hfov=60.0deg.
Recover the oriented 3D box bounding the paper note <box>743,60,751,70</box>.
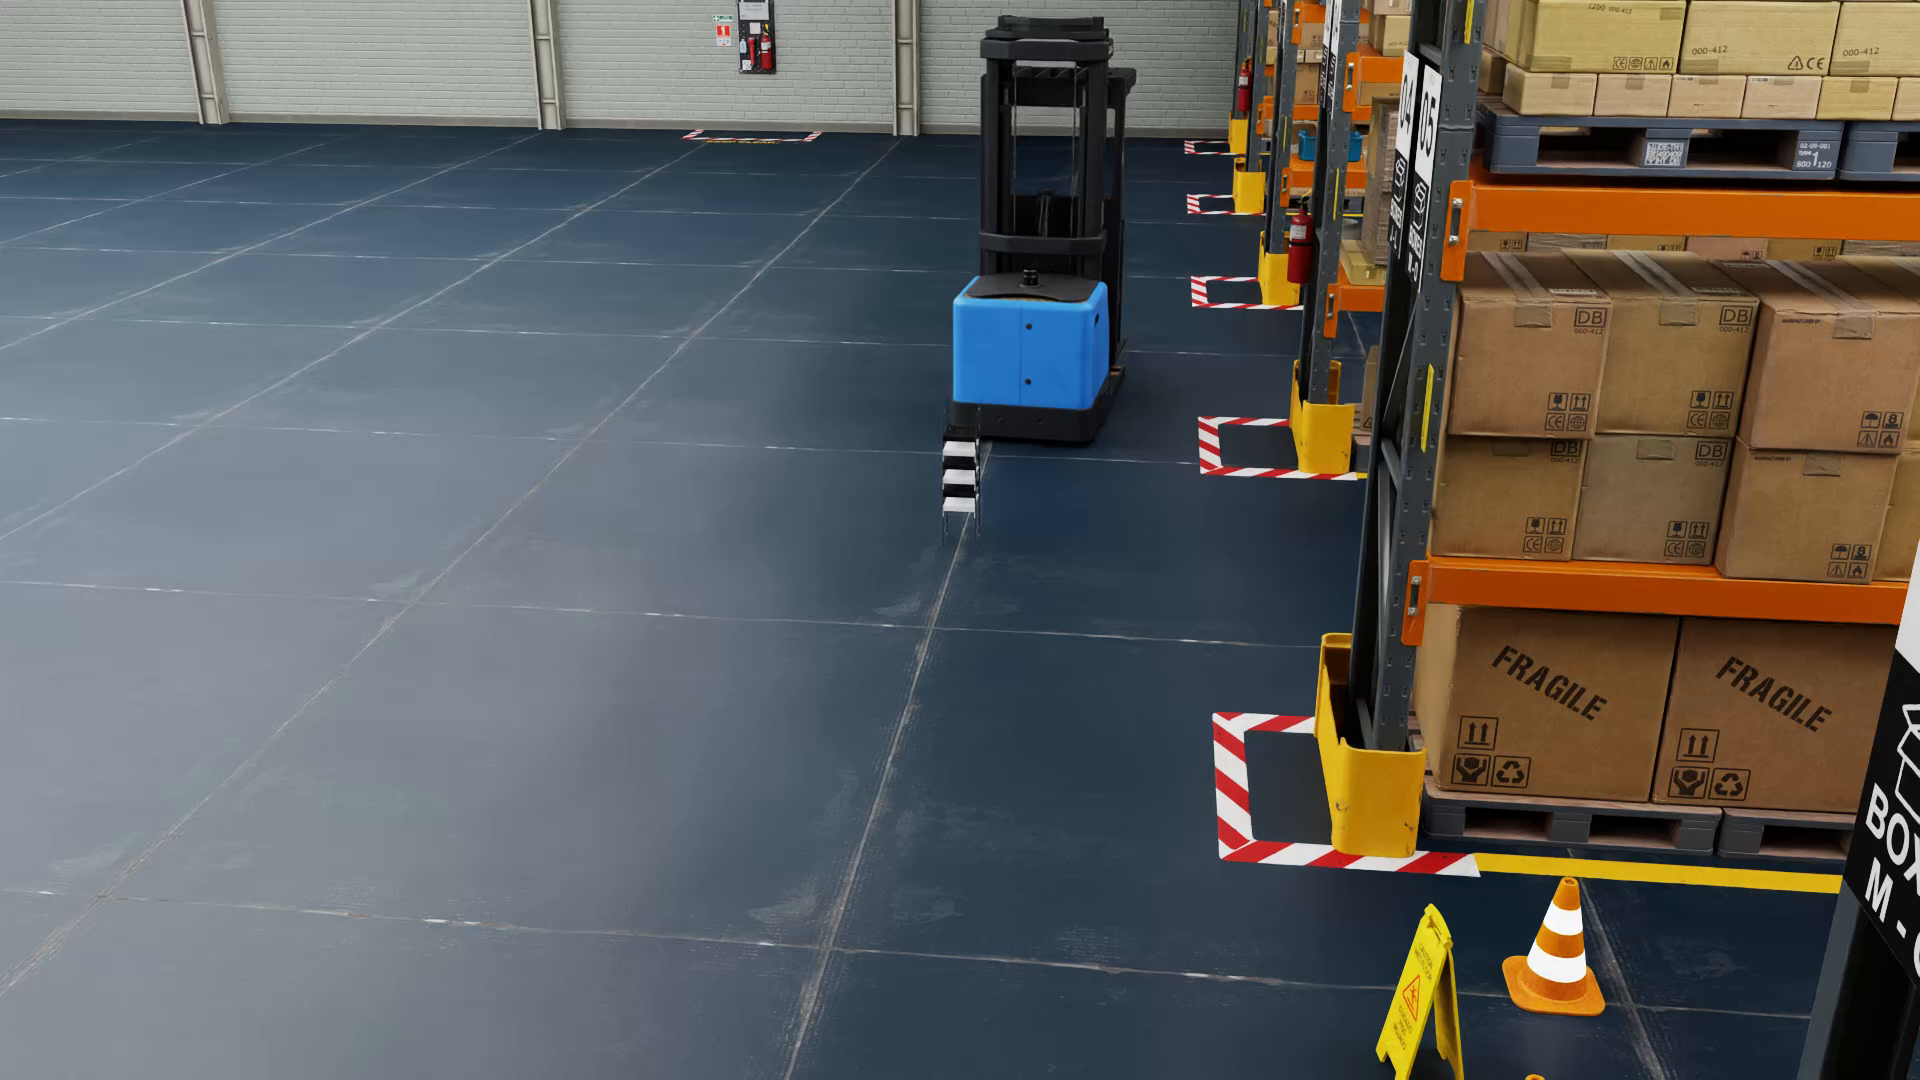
[{"bbox_3d":[-3.492,-7.787,27.254,0.142,0.148,0.016,2,22,6],"label":"paper note"}]

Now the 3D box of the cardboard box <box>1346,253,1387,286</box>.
[{"bbox_3d":[2.793,-1.856,11.396,0.250,0.149,0.380,2,22,6],"label":"cardboard box"}]

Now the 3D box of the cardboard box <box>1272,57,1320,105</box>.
[{"bbox_3d":[4.169,-5.711,20.668,0.500,0.500,0.700,3,22,6],"label":"cardboard box"}]

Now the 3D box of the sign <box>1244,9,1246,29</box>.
[{"bbox_3d":[4.223,-7.702,24.665,0.005,0.325,0.100,2,22,6],"label":"sign"}]

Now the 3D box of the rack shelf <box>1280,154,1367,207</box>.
[{"bbox_3d":[5.107,-3.460,16.089,4.000,0.370,1.077,2,22,6],"label":"rack shelf"}]

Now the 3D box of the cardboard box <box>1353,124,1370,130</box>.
[{"bbox_3d":[5.270,-5.002,21.160,0.500,0.500,0.500,2,22,6],"label":"cardboard box"}]

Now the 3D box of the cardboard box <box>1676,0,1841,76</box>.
[{"bbox_3d":[2.807,-1.835,6.014,0.500,0.250,0.500,2,22,6],"label":"cardboard box"}]

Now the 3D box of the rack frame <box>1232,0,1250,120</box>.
[{"bbox_3d":[4.287,-7.498,25.325,0.127,3.000,1.000,2,22,6],"label":"rack frame"}]

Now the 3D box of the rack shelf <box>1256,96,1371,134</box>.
[{"bbox_3d":[5.694,-5.268,20.663,4.000,0.370,1.077,2,22,6],"label":"rack shelf"}]

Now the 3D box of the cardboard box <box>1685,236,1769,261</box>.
[{"bbox_3d":[5.070,-2.145,11.246,0.500,0.500,0.875,2,22,6],"label":"cardboard box"}]

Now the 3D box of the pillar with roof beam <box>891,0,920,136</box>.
[{"bbox_3d":[-1.381,-9.261,21.625,0.400,9.000,9.100,2,22,6],"label":"pillar with roof beam"}]

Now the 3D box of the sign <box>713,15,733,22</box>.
[{"bbox_3d":[-3.858,-8.485,27.052,0.331,0.109,0.001,2,22,6],"label":"sign"}]

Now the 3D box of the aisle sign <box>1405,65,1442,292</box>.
[{"bbox_3d":[1.748,-1.368,6.285,0.004,0.787,0.394,2,22,6],"label":"aisle sign"}]

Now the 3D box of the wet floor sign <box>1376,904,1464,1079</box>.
[{"bbox_3d":[1.592,1.551,5.640,0.232,0.644,0.267,-1,22,-3],"label":"wet floor sign"}]

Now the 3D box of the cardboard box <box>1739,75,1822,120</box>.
[{"bbox_3d":[2.910,-1.621,6.015,0.250,0.149,0.380,3,22,7],"label":"cardboard box"}]

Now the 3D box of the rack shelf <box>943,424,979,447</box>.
[{"bbox_3d":[0.008,-0.638,10.186,0.200,0.077,0.258,2,22,6],"label":"rack shelf"}]

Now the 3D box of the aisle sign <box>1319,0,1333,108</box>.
[{"bbox_3d":[2.512,-3.393,11.407,0.004,0.787,0.394,2,22,6],"label":"aisle sign"}]

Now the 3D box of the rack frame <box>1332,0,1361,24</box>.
[{"bbox_3d":[2.538,-4.862,10.499,0.127,3.000,1.000,2,22,6],"label":"rack frame"}]

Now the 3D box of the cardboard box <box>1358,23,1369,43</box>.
[{"bbox_3d":[4.745,-6.291,20.372,0.500,0.500,0.700,2,22,5],"label":"cardboard box"}]

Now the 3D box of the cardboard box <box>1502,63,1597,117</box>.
[{"bbox_3d":[2.157,-1.654,6.098,0.250,0.149,0.380,3,22,7],"label":"cardboard box"}]

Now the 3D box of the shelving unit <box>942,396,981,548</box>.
[{"bbox_3d":[0.008,-0.418,10.273,0.210,0.900,0.258,2,22,6],"label":"shelving unit"}]

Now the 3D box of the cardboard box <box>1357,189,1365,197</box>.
[{"bbox_3d":[5.207,-4.459,20.807,0.500,0.250,0.500,2,22,6],"label":"cardboard box"}]

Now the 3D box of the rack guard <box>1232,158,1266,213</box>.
[{"bbox_3d":[3.684,-4.528,21.212,0.348,0.500,1.175,2,22,6],"label":"rack guard"}]

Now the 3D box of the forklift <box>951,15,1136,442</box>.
[{"bbox_3d":[0.747,-2.585,12.991,1.130,2.935,3.031,5,22,11],"label":"forklift"}]

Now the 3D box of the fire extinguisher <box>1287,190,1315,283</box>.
[{"bbox_3d":[2.478,-2.210,12.054,0.183,0.674,0.296,2,22,6],"label":"fire extinguisher"}]

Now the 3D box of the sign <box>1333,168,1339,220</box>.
[{"bbox_3d":[2.474,-2.277,10.941,0.005,0.325,0.100,2,22,6],"label":"sign"}]

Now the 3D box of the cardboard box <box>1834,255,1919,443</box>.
[{"bbox_3d":[3.856,-0.768,6.630,0.500,0.550,0.875,2,22,6],"label":"cardboard box"}]

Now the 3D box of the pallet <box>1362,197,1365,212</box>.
[{"bbox_3d":[5.680,-4.321,21.081,1.213,0.211,1.003,2,22,6],"label":"pallet"}]

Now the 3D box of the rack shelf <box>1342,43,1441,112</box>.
[{"bbox_3d":[4.524,-3.046,10.964,4.000,0.370,1.077,2,22,6],"label":"rack shelf"}]

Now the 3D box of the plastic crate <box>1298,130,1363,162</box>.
[{"bbox_3d":[3.653,-3.899,16.425,0.616,0.251,0.499,2,22,6],"label":"plastic crate"}]

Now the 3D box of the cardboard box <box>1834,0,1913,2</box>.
[{"bbox_3d":[3.157,-1.982,5.842,0.250,0.149,0.380,2,22,5],"label":"cardboard box"}]

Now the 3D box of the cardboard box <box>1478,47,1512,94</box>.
[{"bbox_3d":[2.224,-1.895,6.708,0.250,0.149,0.380,2,22,6],"label":"cardboard box"}]

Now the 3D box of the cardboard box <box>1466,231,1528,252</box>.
[{"bbox_3d":[3.591,-2.245,11.499,0.500,0.500,0.875,2,22,6],"label":"cardboard box"}]

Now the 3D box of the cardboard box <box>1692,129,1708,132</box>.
[{"bbox_3d":[4.542,-2.534,10.869,0.500,0.500,0.500,2,22,6],"label":"cardboard box"}]

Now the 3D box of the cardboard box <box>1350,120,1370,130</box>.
[{"bbox_3d":[6.252,-6.402,25.356,0.500,0.500,0.700,1,22,3],"label":"cardboard box"}]

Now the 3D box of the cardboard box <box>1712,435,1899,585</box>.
[{"bbox_3d":[3.318,-0.250,6.788,0.550,0.550,0.875,2,22,6],"label":"cardboard box"}]

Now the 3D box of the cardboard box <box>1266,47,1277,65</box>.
[{"bbox_3d":[4.734,-7.300,25.002,0.500,0.250,0.500,2,22,5],"label":"cardboard box"}]

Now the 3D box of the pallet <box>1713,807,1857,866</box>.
[{"bbox_3d":[3.865,1.091,7.394,1.213,0.211,1.003,2,22,6],"label":"pallet"}]

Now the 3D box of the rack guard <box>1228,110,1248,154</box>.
[{"bbox_3d":[4.362,-6.332,25.776,0.348,0.500,1.175,2,22,6],"label":"rack guard"}]

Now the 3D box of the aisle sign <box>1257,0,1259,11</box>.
[{"bbox_3d":[3.606,-6.789,19.996,0.004,0.787,0.394,2,22,6],"label":"aisle sign"}]

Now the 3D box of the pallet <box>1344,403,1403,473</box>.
[{"bbox_3d":[3.416,-0.724,11.984,1.213,0.211,1.003,2,22,6],"label":"pallet"}]

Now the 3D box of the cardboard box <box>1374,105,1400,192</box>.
[{"bbox_3d":[3.052,-2.599,11.033,0.500,0.500,0.500,2,22,6],"label":"cardboard box"}]

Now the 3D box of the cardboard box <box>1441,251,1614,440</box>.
[{"bbox_3d":[2.218,-0.807,6.730,0.550,0.550,0.875,2,22,6],"label":"cardboard box"}]

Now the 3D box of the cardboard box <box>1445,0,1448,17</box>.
[{"bbox_3d":[3.030,-3.440,10.643,0.250,0.149,0.380,3,22,7],"label":"cardboard box"}]

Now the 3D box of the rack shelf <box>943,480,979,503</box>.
[{"bbox_3d":[0.008,-0.303,10.319,0.200,0.077,0.258,2,22,6],"label":"rack shelf"}]

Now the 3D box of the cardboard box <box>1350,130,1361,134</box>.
[{"bbox_3d":[4.711,-4.829,20.723,0.500,0.500,0.500,2,22,6],"label":"cardboard box"}]
